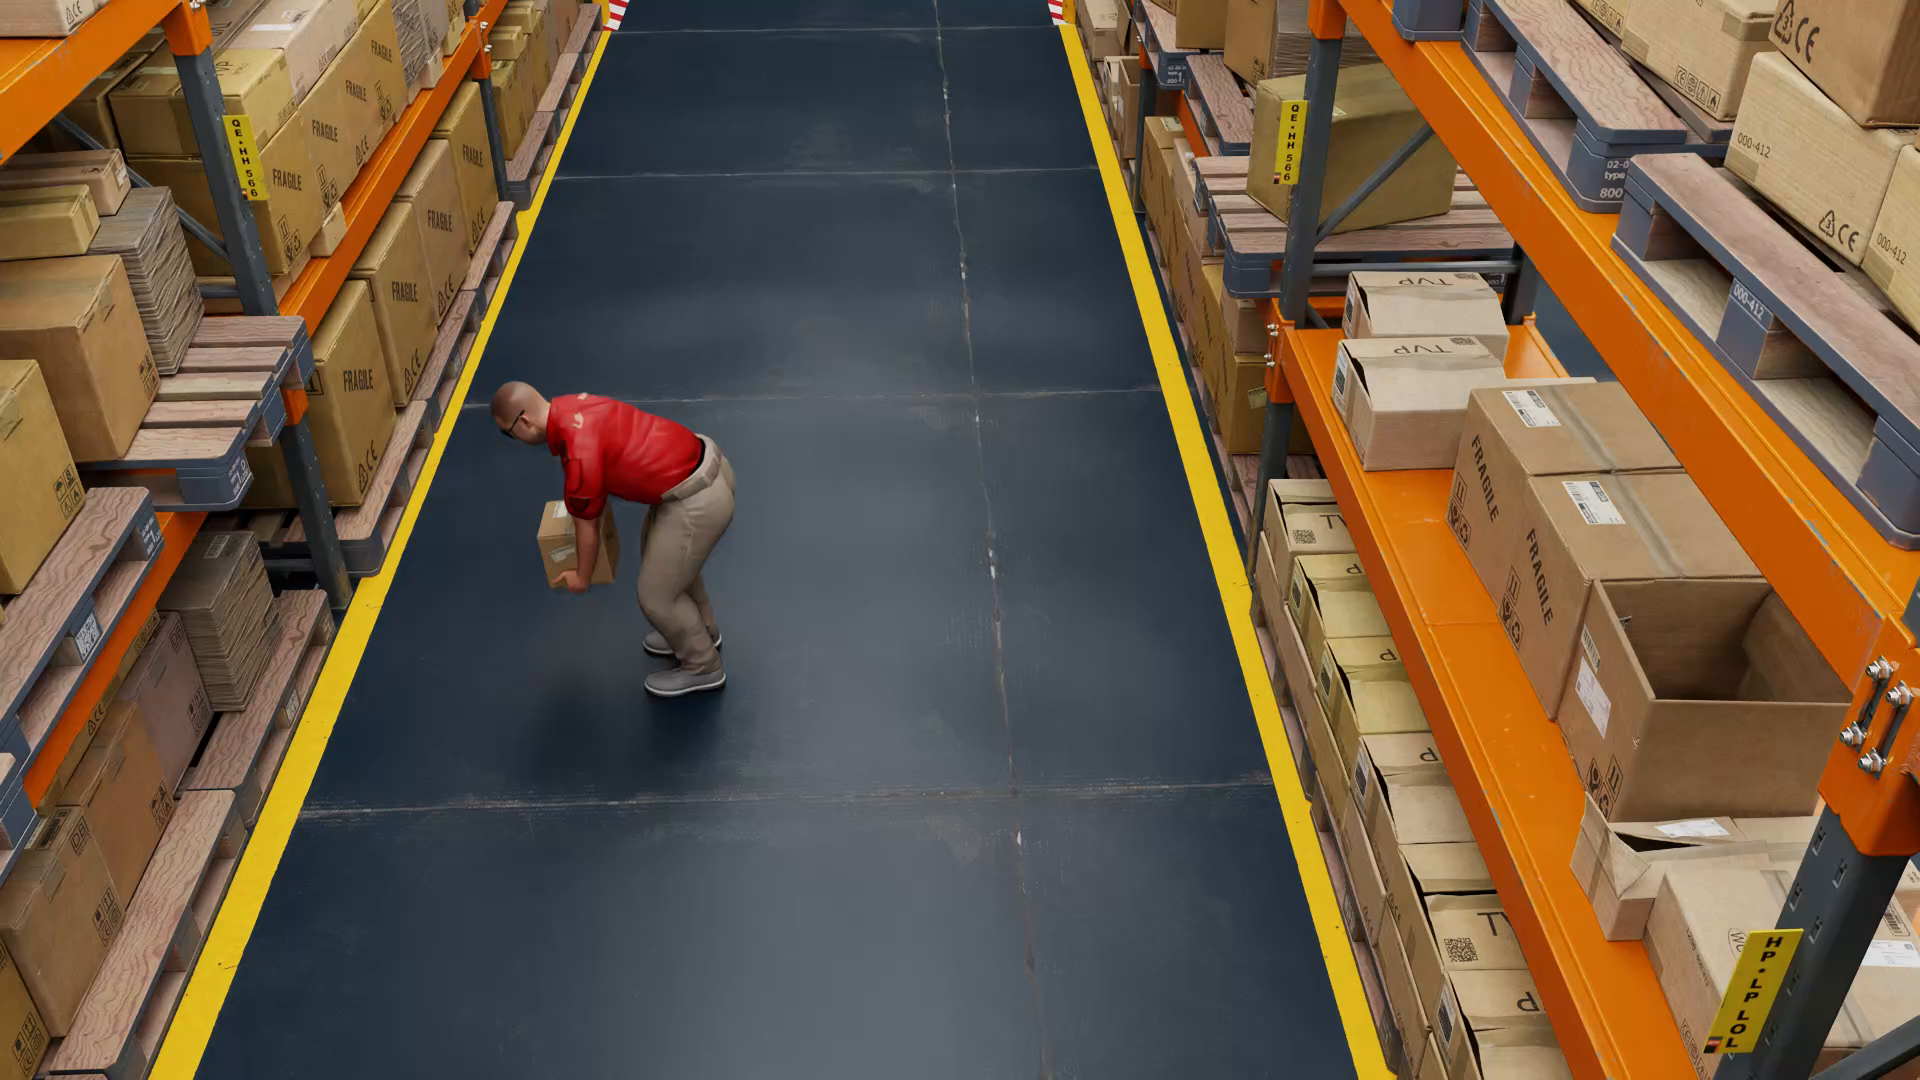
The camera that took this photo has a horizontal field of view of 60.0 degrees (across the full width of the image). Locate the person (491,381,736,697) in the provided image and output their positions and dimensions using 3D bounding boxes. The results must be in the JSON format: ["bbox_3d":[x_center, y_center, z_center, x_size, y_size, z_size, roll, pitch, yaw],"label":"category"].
[{"bbox_3d":[-1.311,-0.032,6.522,0.854,1.372,0.479,-3,35,-4],"label":"person"}]
